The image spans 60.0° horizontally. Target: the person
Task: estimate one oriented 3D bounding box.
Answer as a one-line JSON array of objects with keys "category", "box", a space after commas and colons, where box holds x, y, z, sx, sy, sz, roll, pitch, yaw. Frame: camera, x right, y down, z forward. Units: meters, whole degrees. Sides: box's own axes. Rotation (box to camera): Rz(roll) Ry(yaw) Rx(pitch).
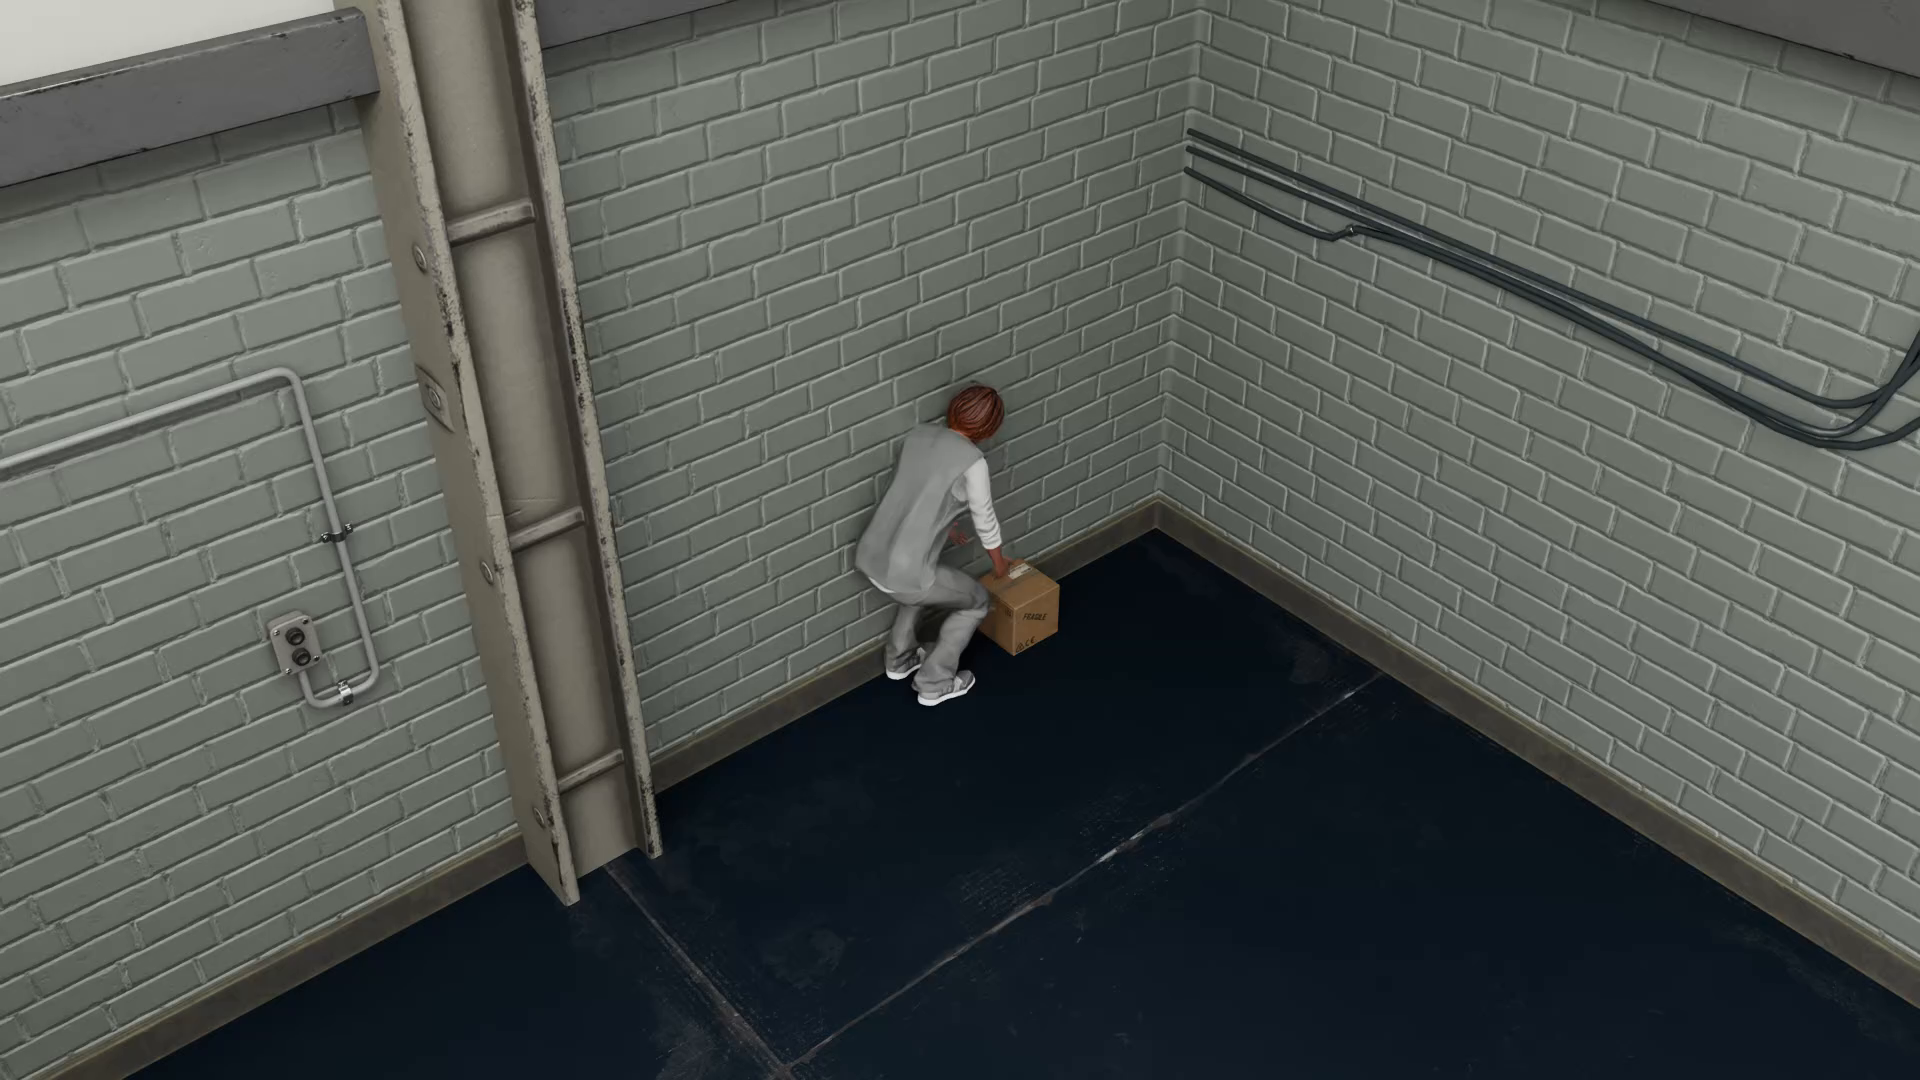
[{"category": "person", "box": [-0.108, 0.036, 6.424, 0.688, 1.227, 0.463, -26, 44, -31]}]
